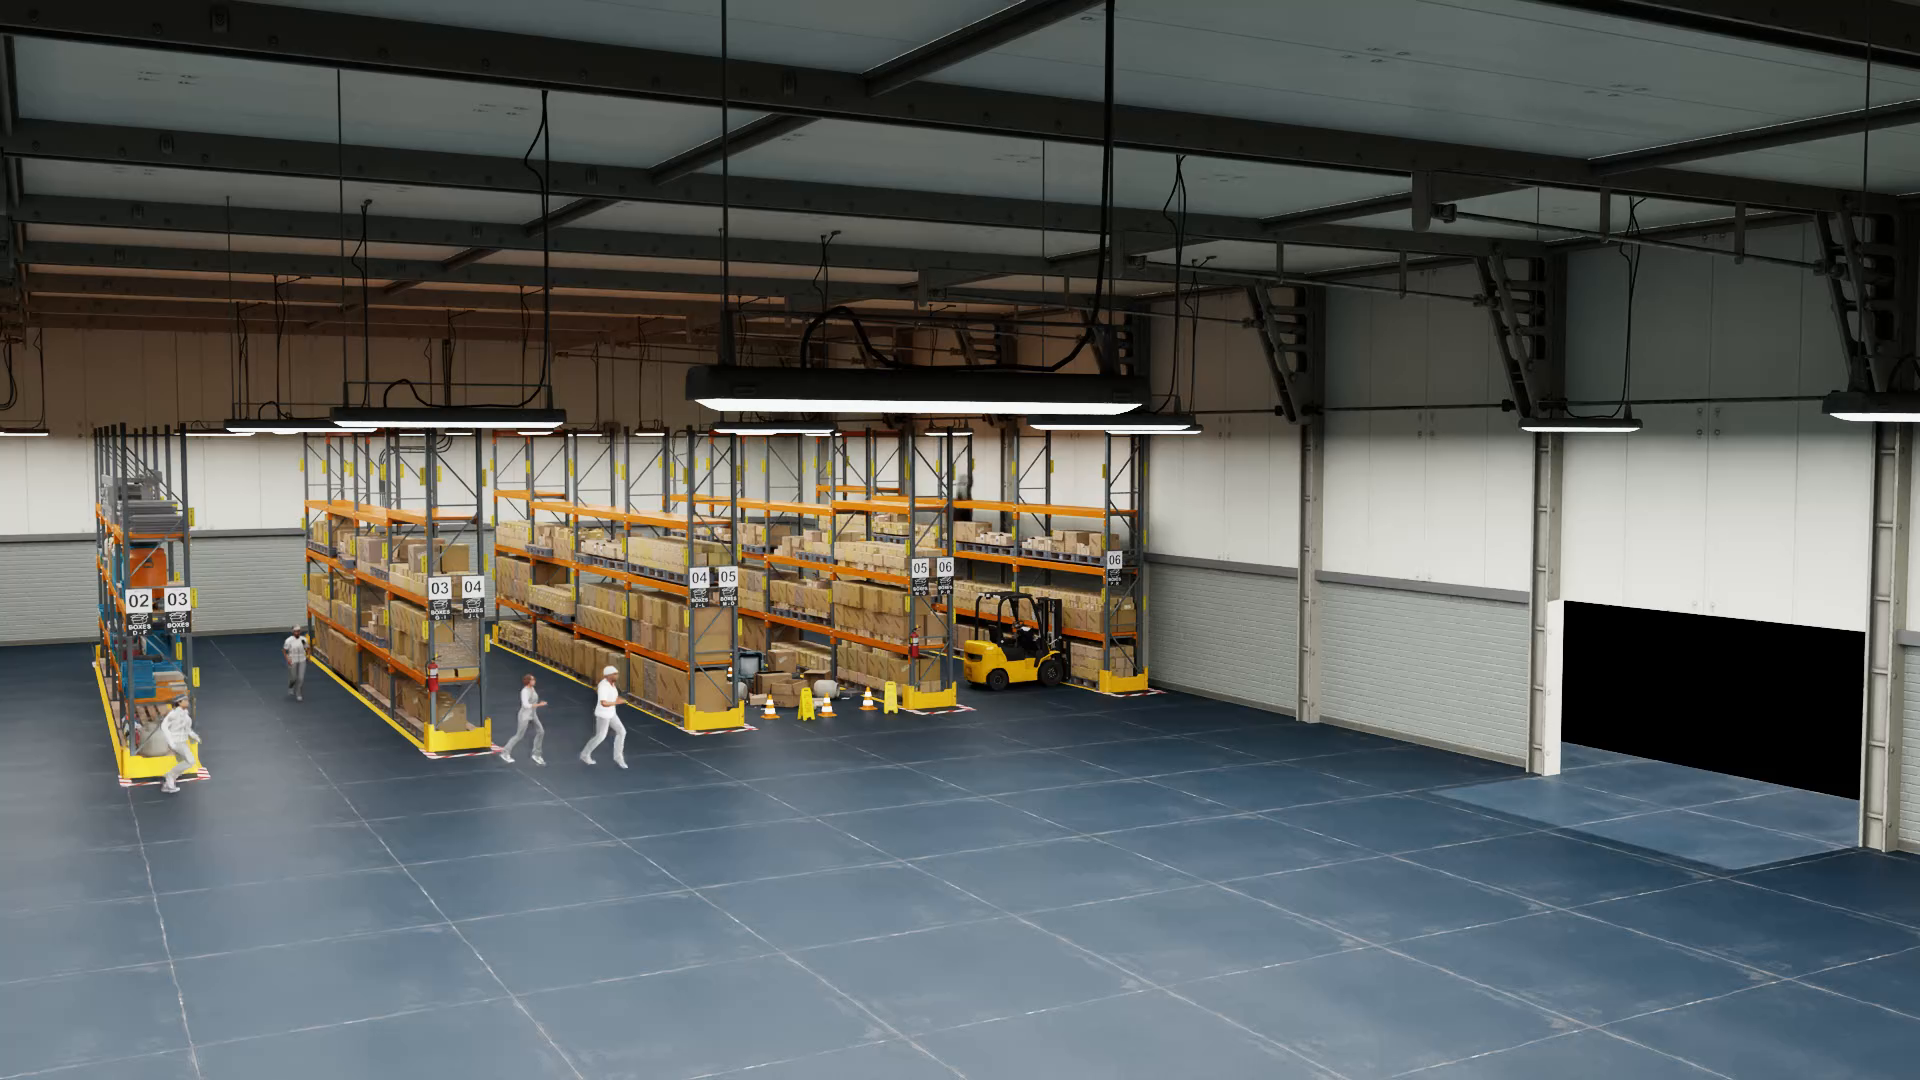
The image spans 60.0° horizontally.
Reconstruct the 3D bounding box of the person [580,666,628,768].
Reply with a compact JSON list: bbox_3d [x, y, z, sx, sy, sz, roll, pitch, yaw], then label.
[{"bbox_3d":[-6.220,3.095,28.996,0.857,1.808,0.728,0,3,4],"label":"person"}]

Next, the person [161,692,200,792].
[{"bbox_3d":[-12.658,3.267,26.988,0.582,1.617,0.560,0,3,-6],"label":"person"}]

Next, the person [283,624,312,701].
[{"bbox_3d":[-14.599,2.681,36.647,0.597,1.676,0.557,-2,4,-35],"label":"person"}]

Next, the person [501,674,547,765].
[{"bbox_3d":[-7.634,3.163,29.221,0.841,1.611,0.549,1,3,9],"label":"person"}]
